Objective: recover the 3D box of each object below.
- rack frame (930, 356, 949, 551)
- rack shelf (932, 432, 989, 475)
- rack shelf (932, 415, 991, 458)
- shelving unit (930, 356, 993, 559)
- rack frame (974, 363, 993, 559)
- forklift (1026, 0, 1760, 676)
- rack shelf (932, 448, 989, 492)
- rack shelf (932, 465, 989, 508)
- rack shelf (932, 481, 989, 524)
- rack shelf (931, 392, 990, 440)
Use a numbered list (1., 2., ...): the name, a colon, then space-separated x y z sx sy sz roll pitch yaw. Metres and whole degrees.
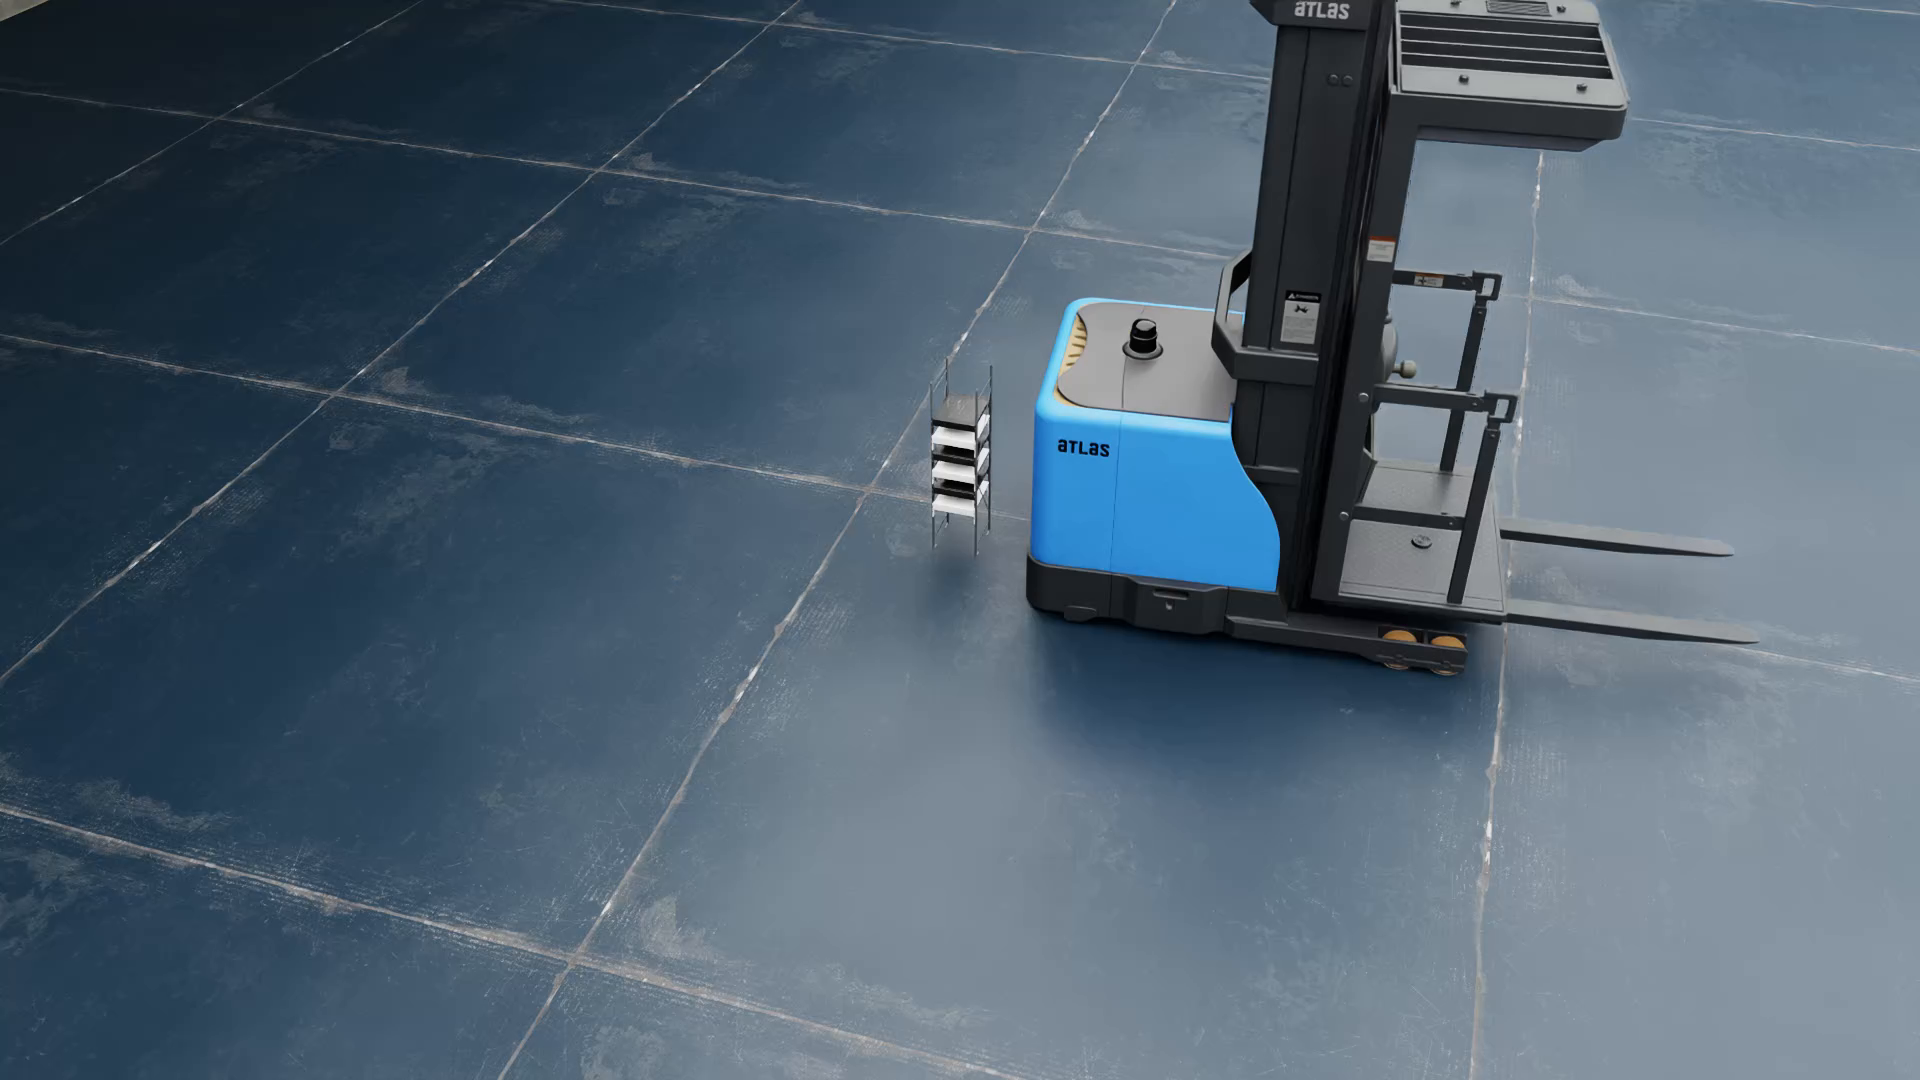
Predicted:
1. rack frame: -0.089 -0.379 7.506 0.006 0.900 0.240 10 38 14
2. rack shelf: 0.008 -0.407 7.448 0.200 0.077 0.258 10 38 14
3. rack shelf: 0.008 -0.479 7.394 0.200 0.077 0.258 10 38 14
4. shelving unit: 0.008 -0.361 7.481 0.210 0.900 0.258 10 38 14
5. rack frame: 0.105 -0.343 7.457 0.006 0.900 0.240 10 38 14
6. forklift: 1.859 -0.957 6.578 3.031 2.935 1.130 7 37 9
7. rack shelf: 0.008 -0.334 7.501 0.200 0.077 0.258 10 38 14
8. rack shelf: 0.008 -0.262 7.554 0.200 0.077 0.258 10 38 14
9. rack shelf: 0.008 -0.189 7.608 0.200 0.077 0.258 10 38 14
10. rack shelf: 0.008 -0.552 7.341 0.200 0.077 0.258 10 38 14
